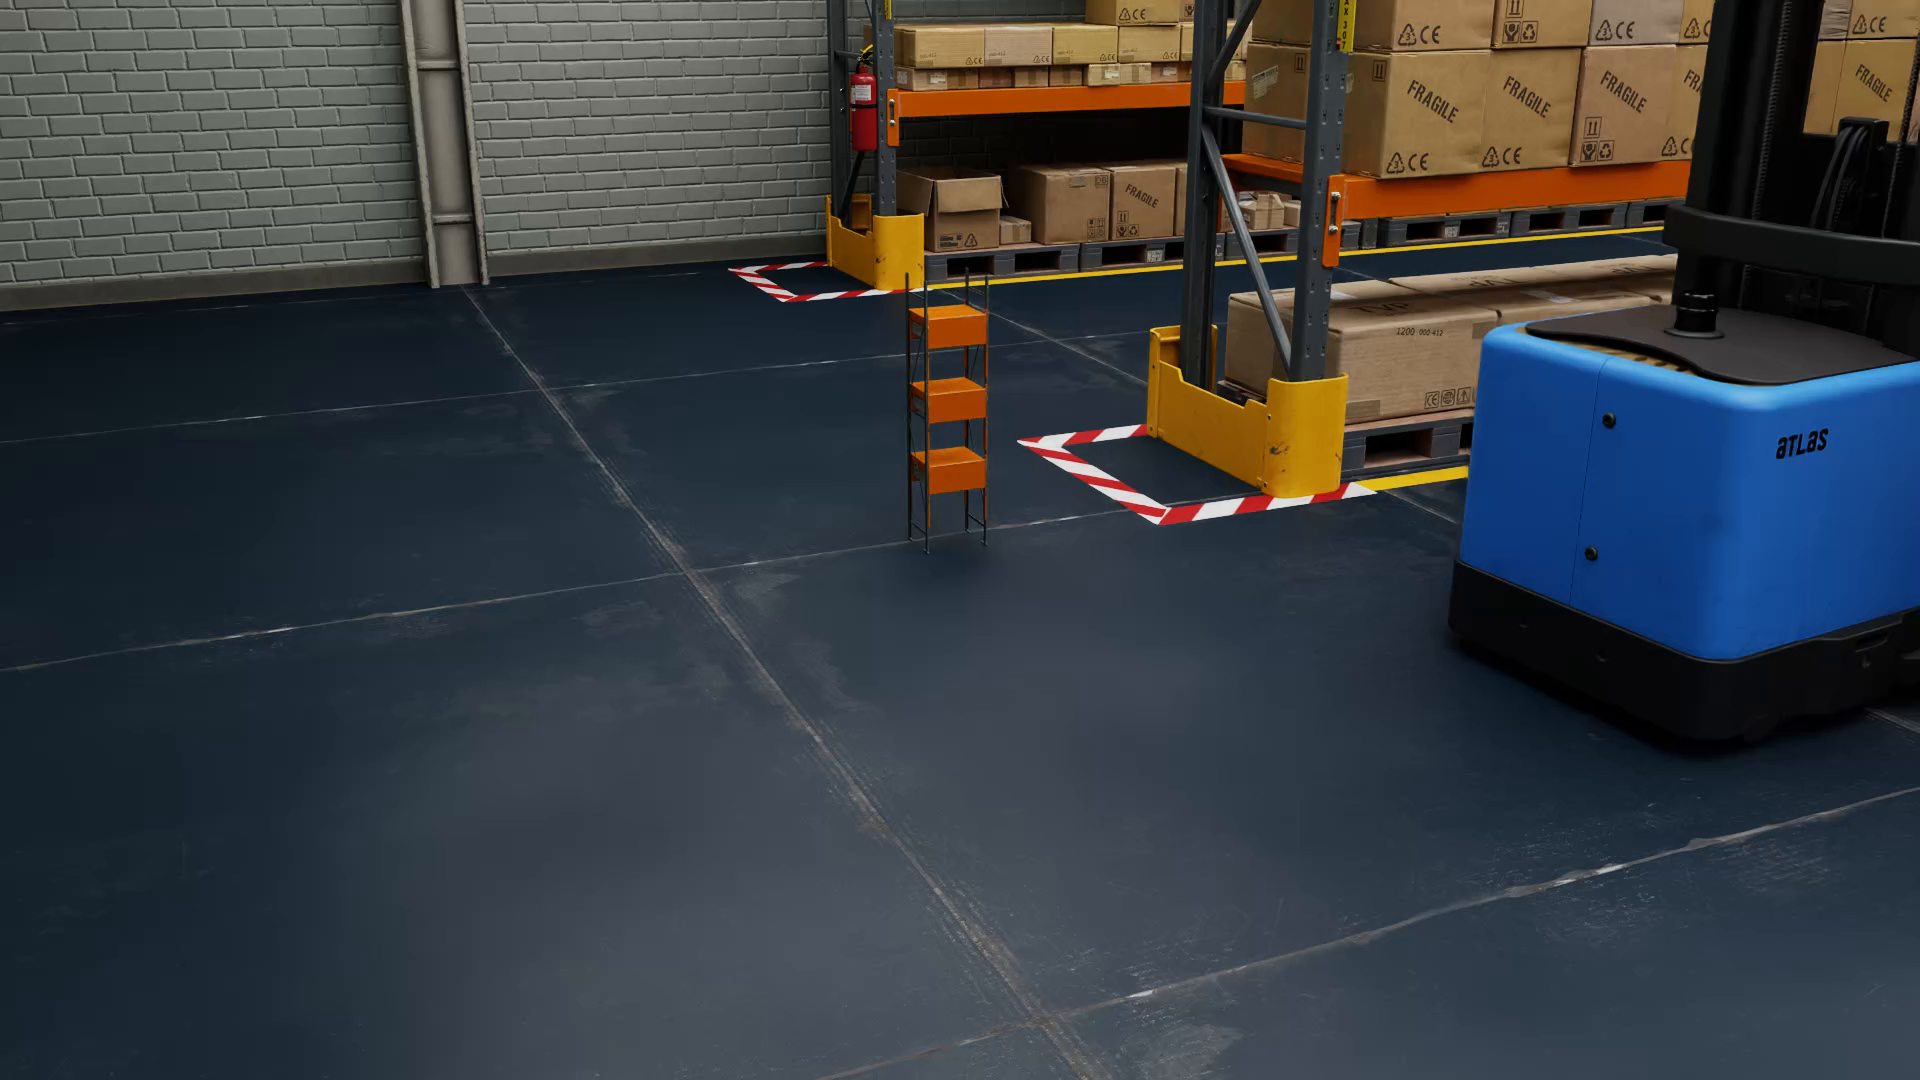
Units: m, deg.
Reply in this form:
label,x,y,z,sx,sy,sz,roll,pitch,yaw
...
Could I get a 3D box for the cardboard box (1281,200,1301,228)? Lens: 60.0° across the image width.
label,x,y,z,sx,sy,sz,roll,pitch,yaw
cardboard box,2.593,-2.516,12.811,0.250,0.149,0.380,-9,21,-24

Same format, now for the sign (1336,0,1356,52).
label,x,y,z,sx,sy,sz,roll,pitch,yaw
sign,1.500,-2.062,6.438,0.005,0.325,0.100,-8,21,-22

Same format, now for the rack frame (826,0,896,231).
label,x,y,z,sx,sy,sz,roll,pitch,yaw
rack frame,-0.684,-3.299,11.375,0.127,3.000,1.000,-8,21,-22

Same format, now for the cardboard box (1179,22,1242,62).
label,x,y,z,sx,sy,sz,roll,pitch,yaw
cardboard box,1.700,-3.621,12.069,0.500,0.250,0.500,-8,21,-22

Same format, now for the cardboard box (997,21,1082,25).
label,x,y,z,sx,sy,sz,roll,pitch,yaw
cardboard box,0.563,-3.641,12.125,0.500,0.250,0.500,-7,21,-20

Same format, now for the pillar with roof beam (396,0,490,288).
label,x,y,z,sx,sy,sz,roll,pitch,yaw
pillar with roof beam,-1.812,-4.736,6.424,0.400,9.000,9.100,-8,21,-22

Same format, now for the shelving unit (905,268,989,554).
label,x,y,z,sx,sy,sz,roll,pitch,yaw
shelving unit,-0.049,-0.488,6.328,0.252,1.050,0.215,-8,21,-22

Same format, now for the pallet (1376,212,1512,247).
label,x,y,z,sx,sy,sz,roll,pitch,yaw
pallet,3.720,-2.628,13.670,1.213,0.211,1.003,-8,21,-22

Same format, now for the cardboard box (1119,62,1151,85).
label,x,y,z,sx,sy,sz,roll,pitch,yaw
cardboard box,1.162,-3.335,11.856,0.250,0.149,0.380,-8,21,-21

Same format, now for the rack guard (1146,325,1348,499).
label,x,y,z,sx,sy,sz,roll,pitch,yaw
rack guard,1.263,-0.604,7.484,0.348,0.500,1.175,-8,21,-22

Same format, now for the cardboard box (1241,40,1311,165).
label,x,y,z,sx,sy,sz,roll,pitch,yaw
cardboard box,1.623,-1.977,7.470,0.500,0.500,0.500,-8,21,-22

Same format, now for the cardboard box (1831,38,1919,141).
label,x,y,z,sx,sy,sz,roll,pitch,yaw
cardboard box,4.163,-2.151,7.964,0.500,0.500,0.500,-9,21,-23

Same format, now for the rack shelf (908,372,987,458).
label,x,y,z,sx,sy,sz,roll,pitch,yaw
rack shelf,-0.049,-0.478,6.331,0.240,0.259,0.215,-8,21,-22

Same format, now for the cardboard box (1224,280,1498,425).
label,x,y,z,sx,sy,sz,roll,pitch,yaw
cardboard box,1.852,-0.893,7.767,0.875,0.438,0.875,-9,21,-24

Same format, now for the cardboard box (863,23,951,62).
label,x,y,z,sx,sy,sz,roll,pitch,yaw
cardboard box,-0.367,-3.510,11.752,0.500,0.250,0.500,-8,21,-20

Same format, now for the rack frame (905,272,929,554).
label,x,y,z,sx,sy,sz,roll,pitch,yaw
rack frame,-0.161,-0.472,6.282,0.008,1.050,0.200,-8,21,-22

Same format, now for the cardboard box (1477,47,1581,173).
label,x,y,z,sx,sy,sz,roll,pitch,yaw
cardboard box,2.293,-1.884,7.205,0.500,0.500,0.500,-8,21,-23

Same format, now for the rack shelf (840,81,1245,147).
label,x,y,z,sx,sy,sz,roll,pitch,yaw
rack shelf,1.152,-3.223,12.242,4.000,0.370,1.077,-8,21,-22

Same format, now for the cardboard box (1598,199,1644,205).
label,x,y,z,sx,sy,sz,roll,pitch,yaw
cardboard box,5.415,-3.117,13.990,0.500,0.500,0.500,-7,21,-20

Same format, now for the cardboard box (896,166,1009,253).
label,x,y,z,sx,sy,sz,roll,pitch,yaw
cardboard box,-0.085,-2.371,11.867,0.637,0.503,0.797,-9,21,-24

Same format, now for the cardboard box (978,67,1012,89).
label,x,y,z,sx,sy,sz,roll,pitch,yaw
cardboard box,0.169,-3.233,11.566,0.250,0.149,0.380,-8,21,-23

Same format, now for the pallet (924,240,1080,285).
label,x,y,z,sx,sy,sz,roll,pitch,yaw
pallet,0.117,-2.099,12.166,1.213,0.211,1.003,-8,21,-22

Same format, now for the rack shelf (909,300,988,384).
label,x,y,z,sx,sy,sz,roll,pitch,yaw
rack shelf,-0.049,-0.746,6.237,0.240,0.259,0.215,-8,21,-22

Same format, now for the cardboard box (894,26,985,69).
label,x,y,z,sx,sy,sz,roll,pitch,yaw
cardboard box,-0.161,-3.346,11.287,0.500,0.250,0.500,-8,21,-22

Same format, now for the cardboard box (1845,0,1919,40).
label,x,y,z,sx,sy,sz,roll,pitch,yaw
cardboard box,4.165,-2.620,7.791,0.500,0.500,0.500,-8,21,-23

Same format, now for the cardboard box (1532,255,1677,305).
label,x,y,z,sx,sy,sz,roll,pitch,yaw
cardboard box,3.517,-1.134,8.451,0.875,0.438,0.875,-9,21,-24

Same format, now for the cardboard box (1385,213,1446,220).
label,x,y,z,sx,sy,sz,roll,pitch,yaw
cardboard box,3.522,-2.839,13.201,0.500,0.500,0.500,-7,21,-20

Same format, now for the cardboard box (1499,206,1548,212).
label,x,y,z,sx,sy,sz,roll,pitch,yaw
cardboard box,4.467,-2.977,13.591,0.500,0.500,0.500,-9,21,-24

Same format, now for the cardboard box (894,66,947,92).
label,x,y,z,sx,sy,sz,roll,pitch,yaw
cardboard box,-0.274,-3.140,11.302,0.250,0.149,0.380,-8,21,-22

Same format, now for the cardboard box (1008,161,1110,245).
label,x,y,z,sx,sy,sz,roll,pitch,yaw
cardboard box,0.715,-2.470,12.153,0.500,0.500,0.700,-7,21,-20

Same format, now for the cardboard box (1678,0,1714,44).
label,x,y,z,sx,sy,sz,roll,pitch,yaw
cardboard box,3.238,-2.487,7.413,0.500,0.500,0.500,-8,21,-22

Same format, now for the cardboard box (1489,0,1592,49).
label,x,y,z,sx,sy,sz,roll,pitch,yaw
cardboard box,2.310,-2.351,7.027,0.500,0.500,0.500,-9,21,-23

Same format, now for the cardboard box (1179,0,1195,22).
label,x,y,z,sx,sy,sz,roll,pitch,yaw
cardboard box,1.516,-4.134,12.395,0.500,0.500,0.500,-9,21,-23

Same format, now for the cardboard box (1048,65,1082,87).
label,x,y,z,sx,sy,sz,roll,pitch,yaw
cardboard box,0.667,-3.284,11.711,0.250,0.149,0.380,-8,21,-21

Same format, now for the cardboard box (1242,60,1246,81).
label,x,y,z,sx,sy,sz,roll,pitch,yaw
cardboard box,2.085,-3.479,12.265,0.250,0.149,0.380,-8,21,-21

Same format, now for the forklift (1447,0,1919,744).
label,x,y,z,sx,sy,sz,roll,pitch,yaw
forklift,3.151,-1.131,5.322,3.031,2.935,1.130,-10,22,-27

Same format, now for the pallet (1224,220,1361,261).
label,x,y,z,sx,sy,sz,roll,pitch,yaw
pallet,2.357,-2.420,13.077,1.213,0.211,1.003,-8,21,-22

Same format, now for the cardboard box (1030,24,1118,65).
label,x,y,z,sx,sy,sz,roll,pitch,yaw
cardboard box,0.766,-3.480,11.668,0.500,0.250,0.500,-9,21,-23

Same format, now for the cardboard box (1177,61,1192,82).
label,x,y,z,sx,sy,sz,roll,pitch,yaw
cardboard box,1.580,-3.437,12.146,0.250,0.149,0.380,-8,21,-21

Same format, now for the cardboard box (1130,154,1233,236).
label,x,y,z,sx,sy,sz,roll,pitch,yaw
cardboard box,1.668,-2.607,12.541,0.500,0.500,0.700,-9,21,-24

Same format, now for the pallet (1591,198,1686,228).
label,x,y,z,sx,sy,sz,roll,pitch,yaw
pallet,5.961,-2.949,14.581,1.213,0.211,1.003,-8,21,-22

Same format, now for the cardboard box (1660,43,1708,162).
label,x,y,z,sx,sy,sz,roll,pitch,yaw
cardboard box,3.221,-2.016,7.581,0.500,0.500,0.500,-7,21,-20
